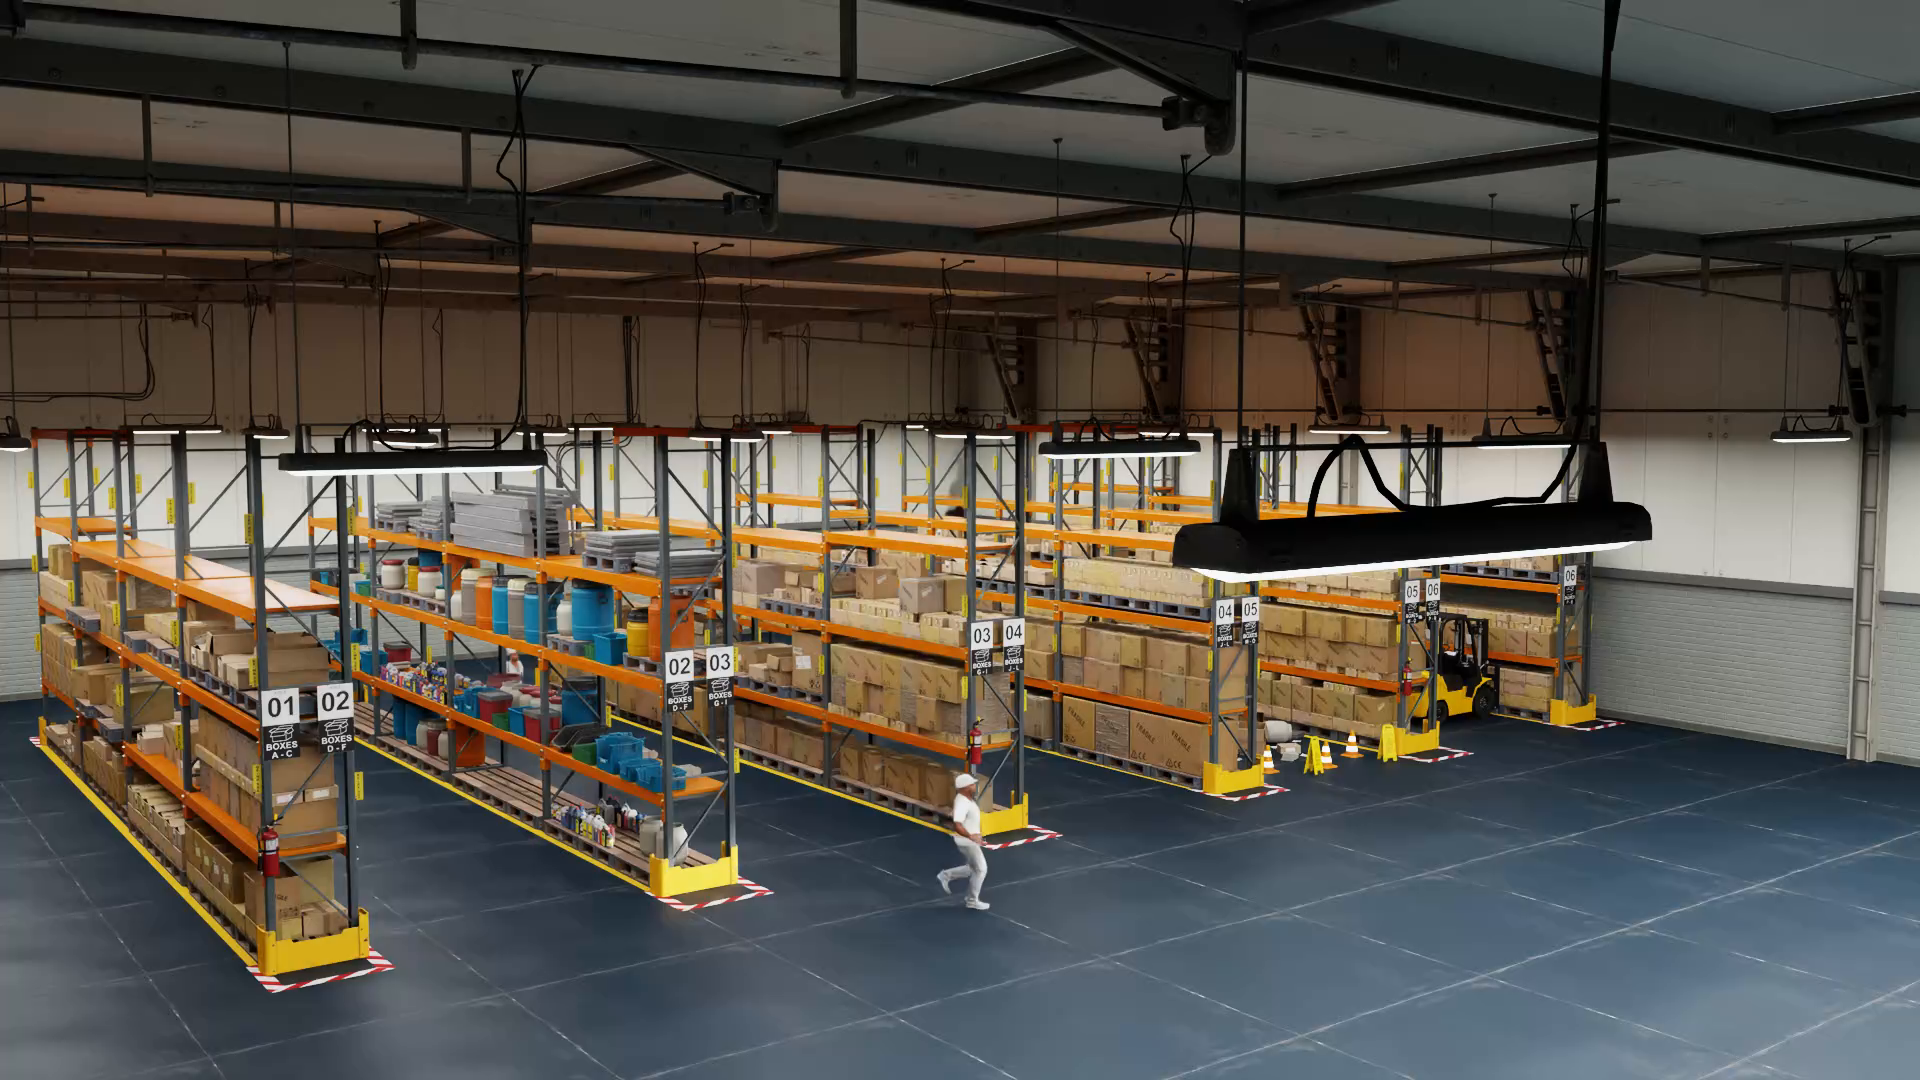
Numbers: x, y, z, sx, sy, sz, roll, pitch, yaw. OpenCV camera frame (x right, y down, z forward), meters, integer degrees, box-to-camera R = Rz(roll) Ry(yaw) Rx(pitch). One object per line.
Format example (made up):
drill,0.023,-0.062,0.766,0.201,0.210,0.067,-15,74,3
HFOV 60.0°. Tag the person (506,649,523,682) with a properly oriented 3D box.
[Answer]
person,-8.558,2.948,31.798,0.835,1.830,0.589,4,6,43

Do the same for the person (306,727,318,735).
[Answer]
person,-11.797,3.200,30.044,0.685,1.550,0.873,-4,6,-44

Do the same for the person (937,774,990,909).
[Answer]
person,0.042,3.822,21.073,0.680,1.732,0.702,0,4,-2
